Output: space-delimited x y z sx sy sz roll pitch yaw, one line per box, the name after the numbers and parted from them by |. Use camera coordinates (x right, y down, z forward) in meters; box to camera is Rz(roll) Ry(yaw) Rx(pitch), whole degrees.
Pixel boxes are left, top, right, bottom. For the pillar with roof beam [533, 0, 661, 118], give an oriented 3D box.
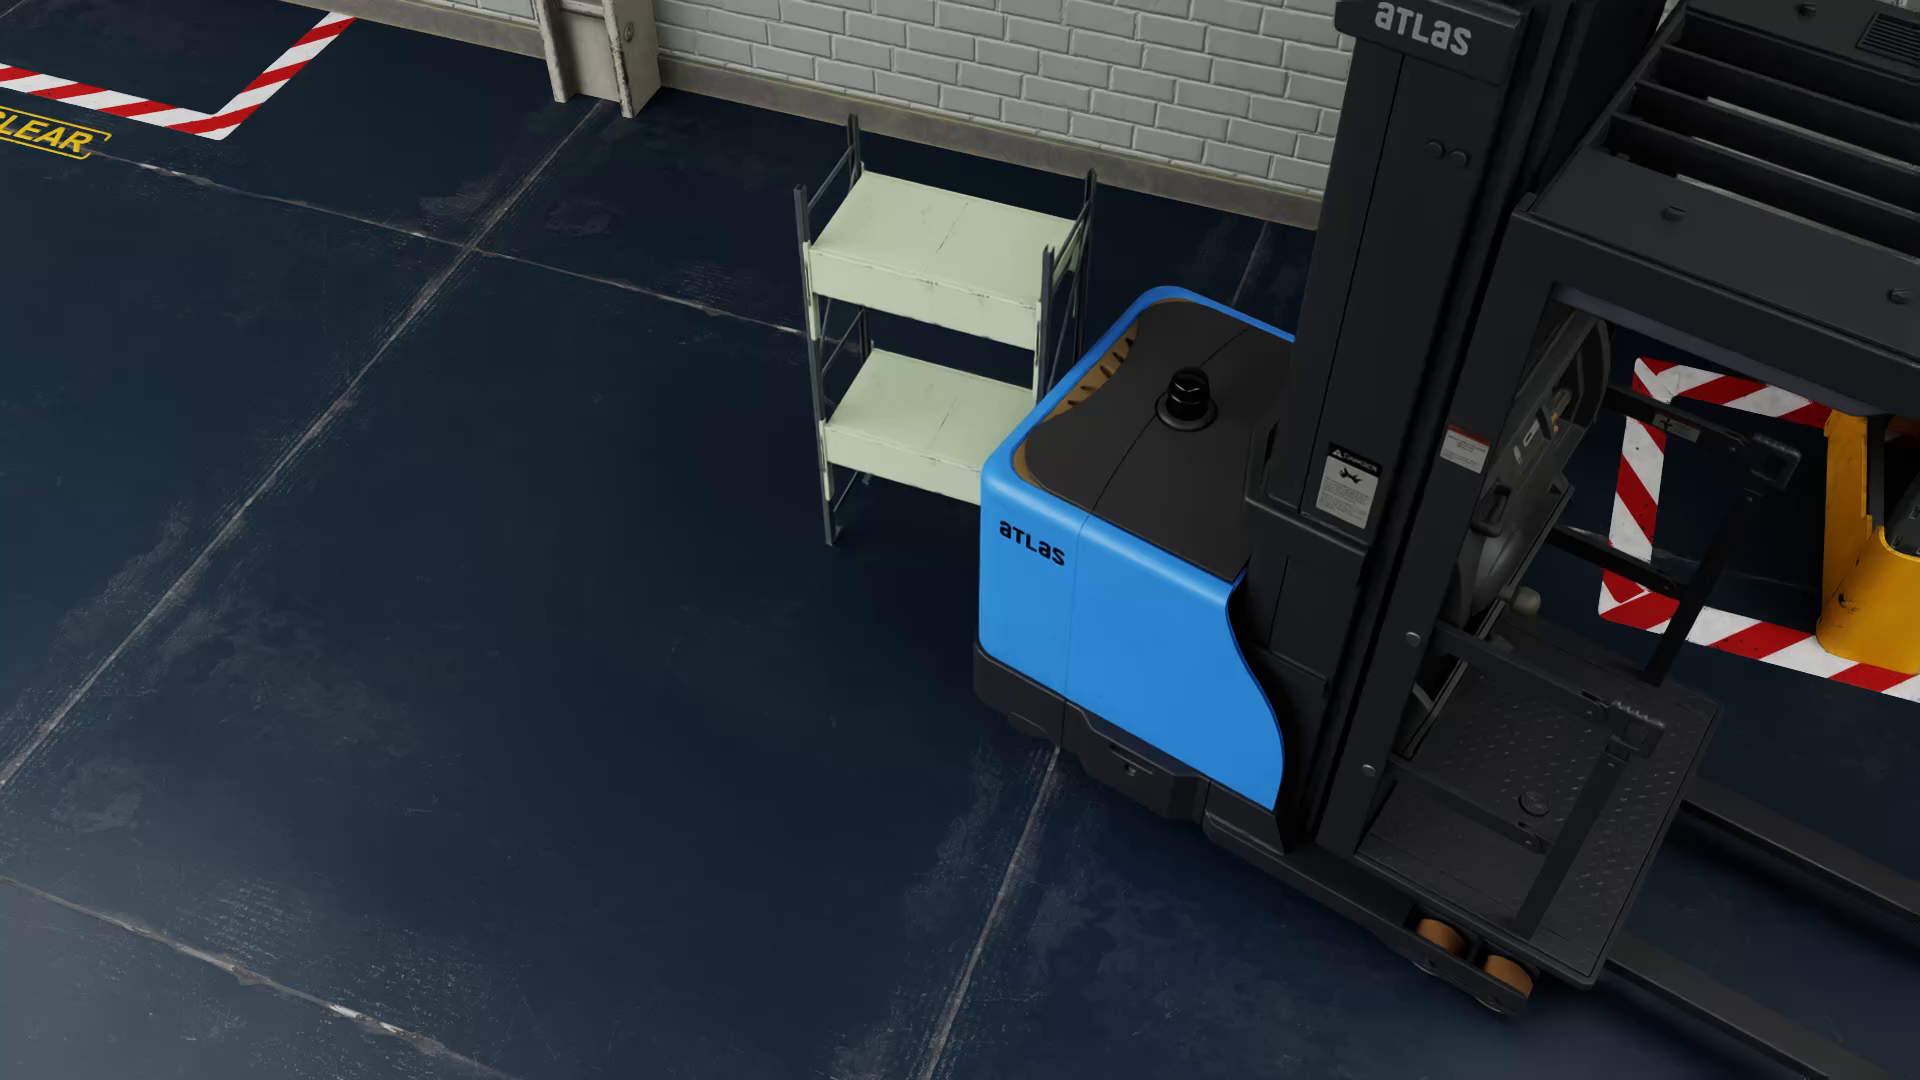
-3.074 -1.925 1.463 0.400 9.000 9.100 16 51 13 | pillar with roof beam

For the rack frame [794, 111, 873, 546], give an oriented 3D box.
-0.379 -0.615 5.291 0.023 1.500 0.400 16 51 14 | rack frame

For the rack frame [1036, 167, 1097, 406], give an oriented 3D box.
0.303 -0.415 5.117 0.023 1.500 0.400 16 51 14 | rack frame

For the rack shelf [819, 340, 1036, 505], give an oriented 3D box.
-0.038 -0.301 5.450 0.720 0.370 0.431 16 51 14 | rack shelf

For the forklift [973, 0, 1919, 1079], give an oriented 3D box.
1.543 -0.115 3.910 3.031 2.935 1.130 28 55 22 | forklift

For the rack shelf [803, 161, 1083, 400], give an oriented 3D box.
-0.038 -0.770 4.909 0.720 0.370 0.431 16 51 14 | rack shelf

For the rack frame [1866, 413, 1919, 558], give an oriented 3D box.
3.090 -1.011 4.641 0.127 3.000 1.000 16 51 13 | rack frame

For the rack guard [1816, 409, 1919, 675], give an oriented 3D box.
3.161 -0.172 5.568 0.348 0.500 1.175 16 51 13 | rack guard

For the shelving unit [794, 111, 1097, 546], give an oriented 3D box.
-0.038 -0.515 5.204 0.755 1.500 0.431 16 51 14 | shelving unit
